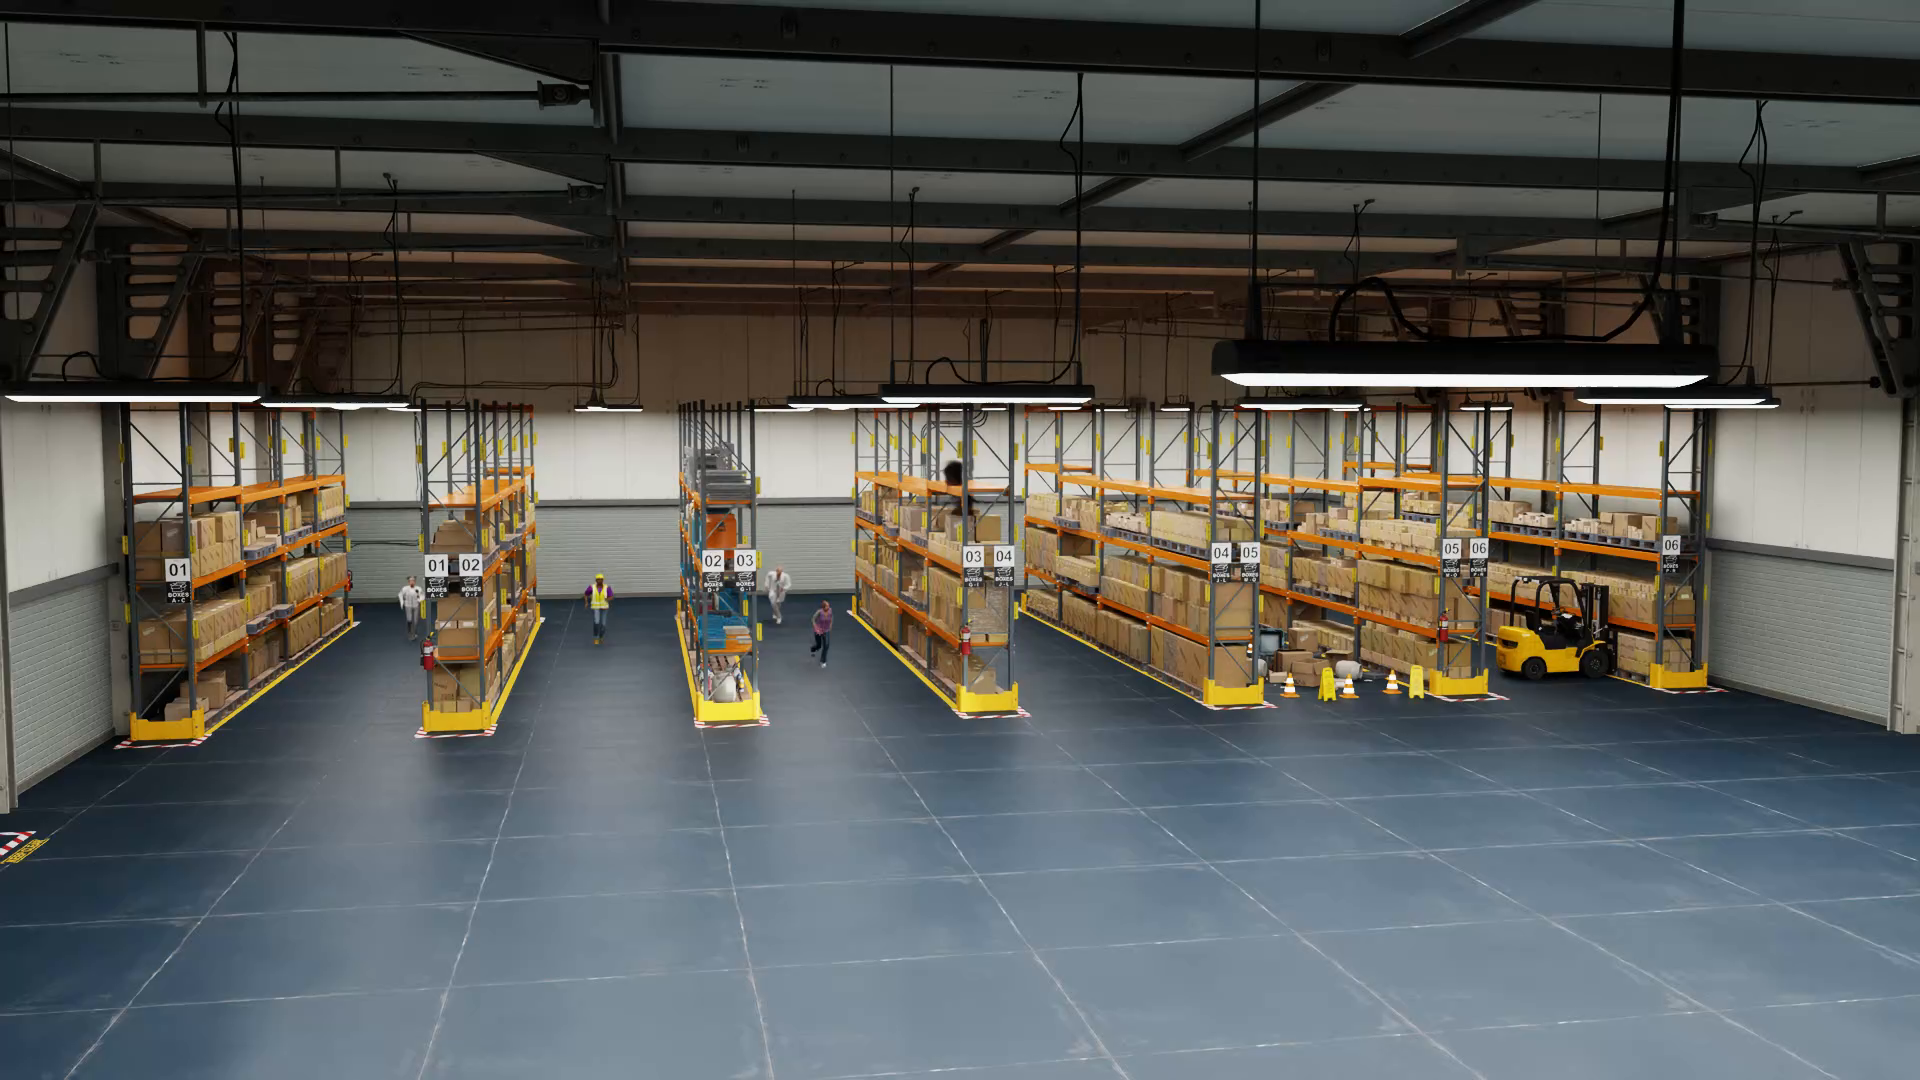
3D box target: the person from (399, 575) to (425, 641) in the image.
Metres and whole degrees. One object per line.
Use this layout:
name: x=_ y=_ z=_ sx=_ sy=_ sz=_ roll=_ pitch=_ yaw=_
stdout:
person: x=-13.870 y=1.724 z=42.109 sx=0.628 sy=1.685 sz=0.689 roll=-2 pitch=5 yaw=-20

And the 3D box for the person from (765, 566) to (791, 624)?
person: x=-5.018 y=1.468 z=45.892 sx=0.714 sy=1.607 sz=1.137 roll=-1 pitch=4 yaw=-7

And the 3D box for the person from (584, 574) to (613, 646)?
person: x=-8.944 y=1.733 z=41.263 sx=0.686 sy=1.789 sz=0.723 roll=-2 pitch=5 yaw=-20

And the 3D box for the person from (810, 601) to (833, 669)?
person: x=-3.186 y=2.121 z=37.874 sx=0.551 sy=1.552 sz=0.863 roll=-3 pitch=5 yaw=-34

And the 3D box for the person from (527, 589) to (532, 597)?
person: x=-12.610 y=1.236 z=47.744 sx=0.931 sy=1.847 sz=0.674 roll=3 pitch=5 yaw=34
